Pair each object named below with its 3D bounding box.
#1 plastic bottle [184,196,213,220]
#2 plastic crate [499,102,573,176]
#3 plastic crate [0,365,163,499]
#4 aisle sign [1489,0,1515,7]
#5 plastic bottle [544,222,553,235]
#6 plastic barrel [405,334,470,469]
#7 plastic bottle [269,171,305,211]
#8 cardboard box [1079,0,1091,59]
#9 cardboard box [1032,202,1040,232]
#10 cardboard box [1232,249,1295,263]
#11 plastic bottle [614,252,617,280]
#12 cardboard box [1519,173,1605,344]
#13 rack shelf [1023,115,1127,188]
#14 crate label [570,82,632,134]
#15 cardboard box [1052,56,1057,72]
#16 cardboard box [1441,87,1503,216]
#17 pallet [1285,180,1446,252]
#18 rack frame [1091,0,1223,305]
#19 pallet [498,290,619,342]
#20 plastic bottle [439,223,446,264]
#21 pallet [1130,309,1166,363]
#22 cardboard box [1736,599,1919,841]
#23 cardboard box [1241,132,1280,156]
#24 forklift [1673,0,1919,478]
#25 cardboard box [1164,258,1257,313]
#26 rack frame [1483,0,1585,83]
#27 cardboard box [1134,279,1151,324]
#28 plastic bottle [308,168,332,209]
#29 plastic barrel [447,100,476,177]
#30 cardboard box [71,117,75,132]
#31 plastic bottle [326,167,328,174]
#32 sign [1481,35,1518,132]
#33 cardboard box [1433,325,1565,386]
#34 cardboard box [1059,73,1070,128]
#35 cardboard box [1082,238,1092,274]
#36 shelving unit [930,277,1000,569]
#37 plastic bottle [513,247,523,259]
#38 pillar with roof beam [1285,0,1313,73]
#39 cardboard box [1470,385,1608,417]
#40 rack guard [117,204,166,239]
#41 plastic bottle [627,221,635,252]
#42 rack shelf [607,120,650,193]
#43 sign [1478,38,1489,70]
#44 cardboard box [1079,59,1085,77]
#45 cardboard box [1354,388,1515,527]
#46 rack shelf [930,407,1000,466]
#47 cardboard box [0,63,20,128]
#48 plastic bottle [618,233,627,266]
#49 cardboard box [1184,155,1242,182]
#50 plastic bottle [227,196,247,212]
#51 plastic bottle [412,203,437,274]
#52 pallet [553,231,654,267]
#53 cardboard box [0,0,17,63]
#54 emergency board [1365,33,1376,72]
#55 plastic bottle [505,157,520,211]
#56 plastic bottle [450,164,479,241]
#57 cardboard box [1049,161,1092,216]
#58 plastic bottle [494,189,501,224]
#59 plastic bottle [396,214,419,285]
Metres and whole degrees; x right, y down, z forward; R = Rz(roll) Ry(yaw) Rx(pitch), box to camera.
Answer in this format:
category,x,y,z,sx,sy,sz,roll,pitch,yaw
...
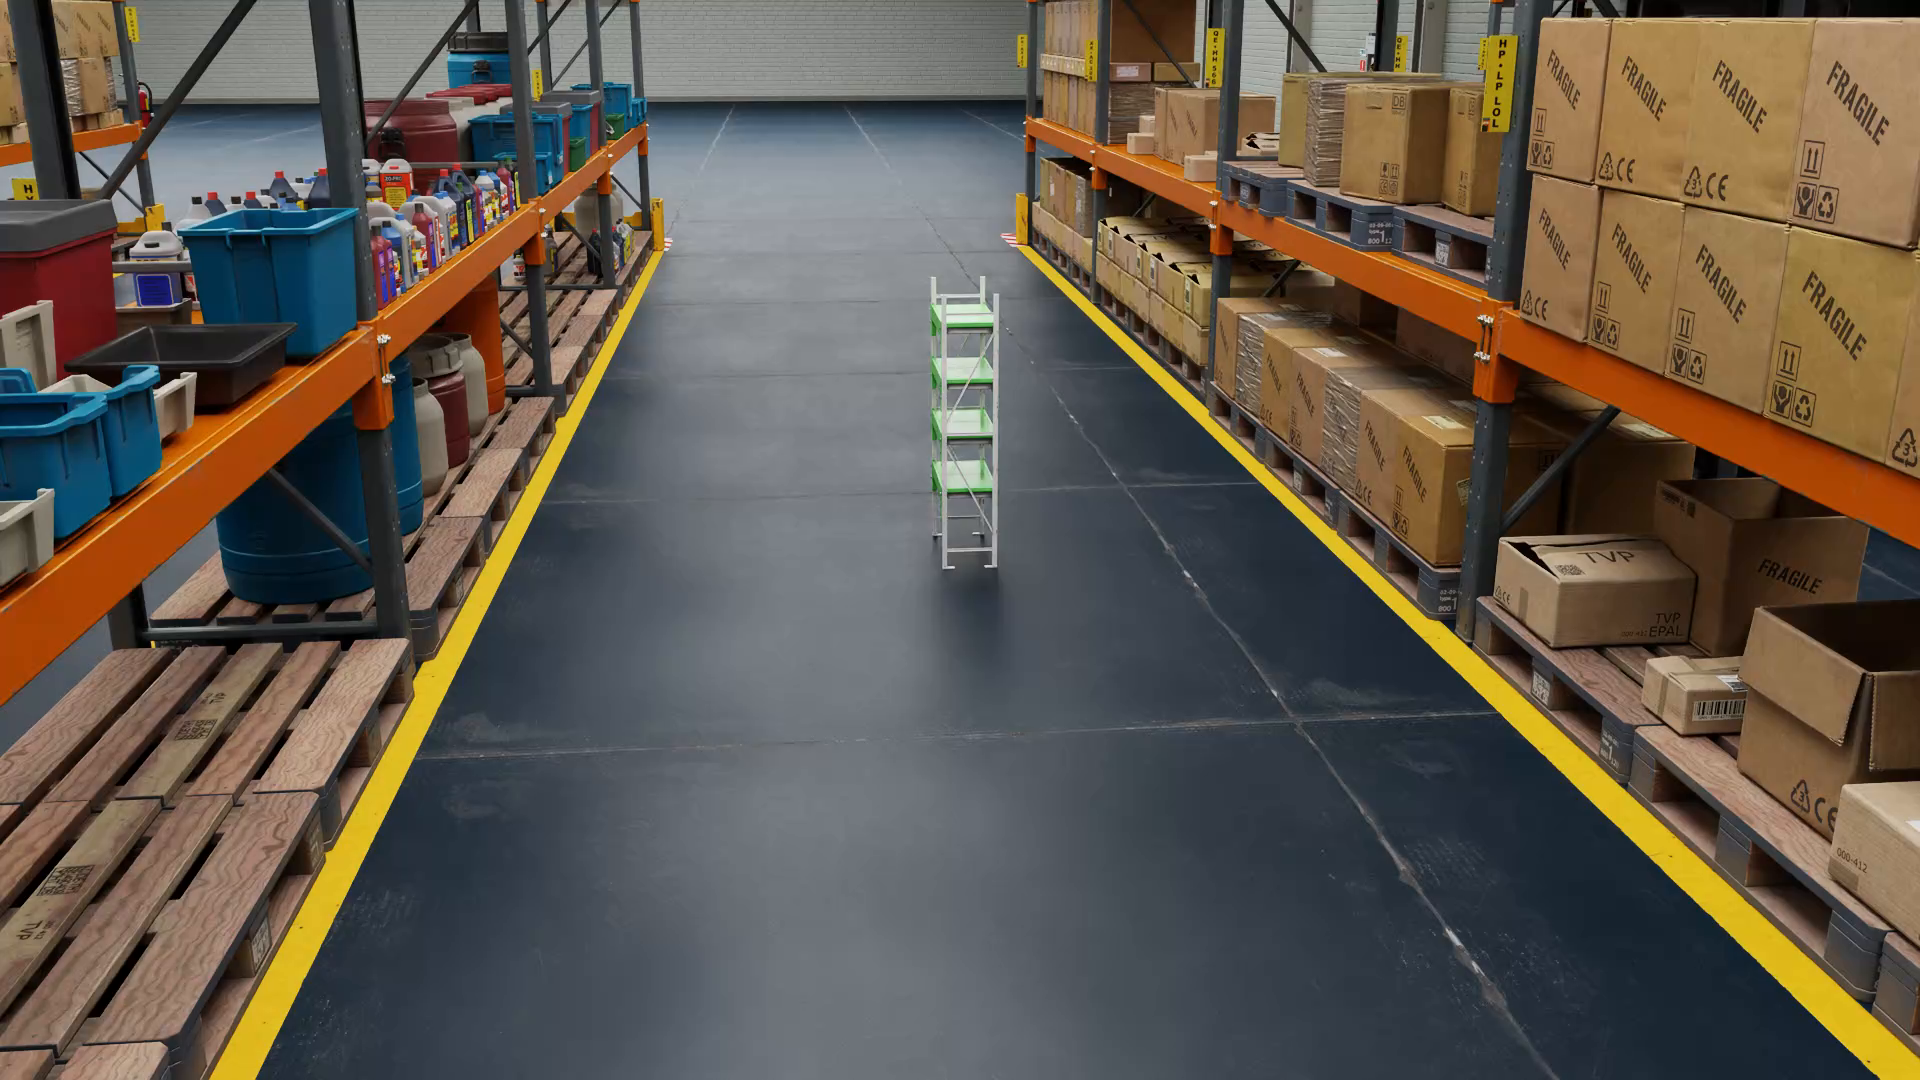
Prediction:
category,x,y,z,sx,sy,sz,roll,pitch,yaw
plastic bottle,-2.911,-1.148,6.407,0.144,0.351,0.185,-2,18,-6
plastic crate,-2.765,-2.621,10.910,0.402,0.464,0.583,-2,18,-6
plastic crate,-1.943,-0.230,3.581,0.416,0.233,0.300,-2,18,-6
aisle sign,5.820,-6.041,17.572,0.394,0.787,0.004,-2,18,-6
plastic bottle,-3.851,-2.841,15.539,0.097,0.271,0.097,0,17,0
plastic barrel,-2.719,-0.667,8.119,0.600,0.588,0.708,-2,18,-6
plastic bottle,-3.024,-1.476,7.452,0.144,0.351,0.185,-2,18,-6
cardboard box,1.455,-4.541,14.801,0.700,0.500,0.500,-2,18,-6
cardboard box,1.033,-3.356,17.250,0.500,0.250,0.500,-2,18,-6
cardboard box,2.150,-1.880,11.612,0.500,0.311,0.500,-2,18,-7
plastic bottle,-2.912,-2.308,13.840,0.097,0.271,0.097,0,17,0
cardboard box,2.219,-0.947,5.518,0.500,0.500,0.500,-1,17,-4
rack shelf,1.406,-3.695,15.641,1.077,0.370,4.000,-2,18,-6
crate label,-3.269,-3.959,15.222,0.502,0.435,0.616,-2,18,-6
cardboard box,1.104,-4.640,16.199,0.380,0.149,0.250,-2,18,-6
cardboard box,2.477,-1.658,7.083,0.700,0.500,0.500,1,17,3
pallet,2.230,-1.580,8.023,1.003,0.211,1.213,-2,18,-6
rack frame,1.612,-3.443,13.635,1.000,3.000,0.127,-2,18,-6
pallet,-3.196,-1.728,12.828,1.003,0.211,1.213,-2,18,-6
plastic bottle,-2.239,-1.274,7.057,0.097,0.201,0.097,0,17,0
pallet,1.856,-1.530,12.197,1.003,0.211,1.213,-2,18,-6
cardboard box,2.636,0.481,4.569,0.797,0.503,0.637,-2,18,-6
cardboard box,2.125,-2.481,10.721,0.500,0.311,0.500,-2,18,-6
forklift,4.441,-1.927,8.921,1.130,2.935,3.031,-2,18,-6
cardboard box,1.665,-1.710,11.070,0.500,0.311,0.500,-2,18,-6
rack frame,6.126,-4.789,17.922,1.000,3.000,0.127,-2,18,-6
cardboard box,1.566,-1.745,12.118,0.500,0.250,0.500,-1,17,-5
plastic bottle,-2.887,-1.521,7.595,0.144,0.351,0.185,-2,18,-6
plastic barrel,-3.221,-2.452,10.294,0.421,0.512,0.421,0,17,0
cardboard box,-8.275,-3.759,15.063,0.380,0.149,0.250,-2,18,-6
plastic bottle,-3.164,-1.725,8.360,0.061,0.283,0.133,-2,18,-6
sign,1.885,-1.593,5.812,0.100,0.325,0.005,-2,18,-6
cardboard box,2.526,-0.884,7.672,0.500,0.250,0.500,-2,18,-6
cardboard box,1.339,-4.238,16.002,0.700,0.500,0.500,-2,18,-5
cardboard box,1.347,-2.463,14.403,0.500,0.250,0.500,-2,18,-6
shelving unit,0.017,-0.523,7.340,0.258,1.200,0.503,-2,18,-6
plastic bottle,-3.693,-2.338,13.917,0.061,0.283,0.133,-1,17,-3
pillar with roof beam,1.539,-10.911,27.409,9.100,9.000,0.400,-2,18,-6
cardboard box,2.563,-0.387,7.340,0.500,0.500,0.500,-2,17,-5
rack guard,-8.647,-3.114,16.762,1.175,0.500,0.348,-2,18,-6
plastic bottle,-3.072,-2.829,15.480,0.061,0.283,0.133,-1,17,-4
rack shelf,-3.522,-3.544,15.157,1.077,0.370,4.000,-2,18,-6
sign,5.586,-5.185,17.739,0.100,0.325,0.005,-2,18,-6
cardboard box,1.268,-4.178,14.726,0.380,0.149,0.250,-2,18,-6
cardboard box,2.058,-0.362,7.262,0.500,0.500,0.500,-2,18,-5
rack shelf,0.017,-0.462,7.359,0.258,0.148,0.480,-2,18,-6
cardboard box,-8.244,-3.614,13.516,0.875,0.500,0.500,-2,18,-6
plastic bottle,-2.981,-2.565,14.639,0.061,0.283,0.133,-1,17,-3
cardboard box,1.657,-2.391,10.703,0.380,0.149,0.250,-2,18,-6
plastic bottle,-2.767,-1.152,6.421,0.144,0.351,0.185,-2,18,-6
plastic bottle,-2.195,-1.239,6.810,0.061,0.283,0.133,-2,18,-6
pallet,-3.595,-2.889,16.526,1.003,0.211,1.213,-2,18,-6
cardboard box,-8.140,-4.244,13.856,0.500,0.500,0.500,-2,18,-6
emergency board,6.223,-7.132,25.386,0.194,1.169,0.643,-2,18,-6
plastic bottle,-2.437,-1.936,9.031,0.061,0.283,0.133,-2,18,-6
plastic bottle,-2.344,-1.579,7.781,0.144,0.351,0.185,-2,18,-6
cardboard box,1.151,-3.417,16.190,0.500,0.500,0.500,-2,18,-6
plastic bottle,-2.389,-1.706,8.436,0.097,0.201,0.097,0,17,0
plastic bottle,-2.182,-1.140,6.516,0.097,0.271,0.097,0,17,0
